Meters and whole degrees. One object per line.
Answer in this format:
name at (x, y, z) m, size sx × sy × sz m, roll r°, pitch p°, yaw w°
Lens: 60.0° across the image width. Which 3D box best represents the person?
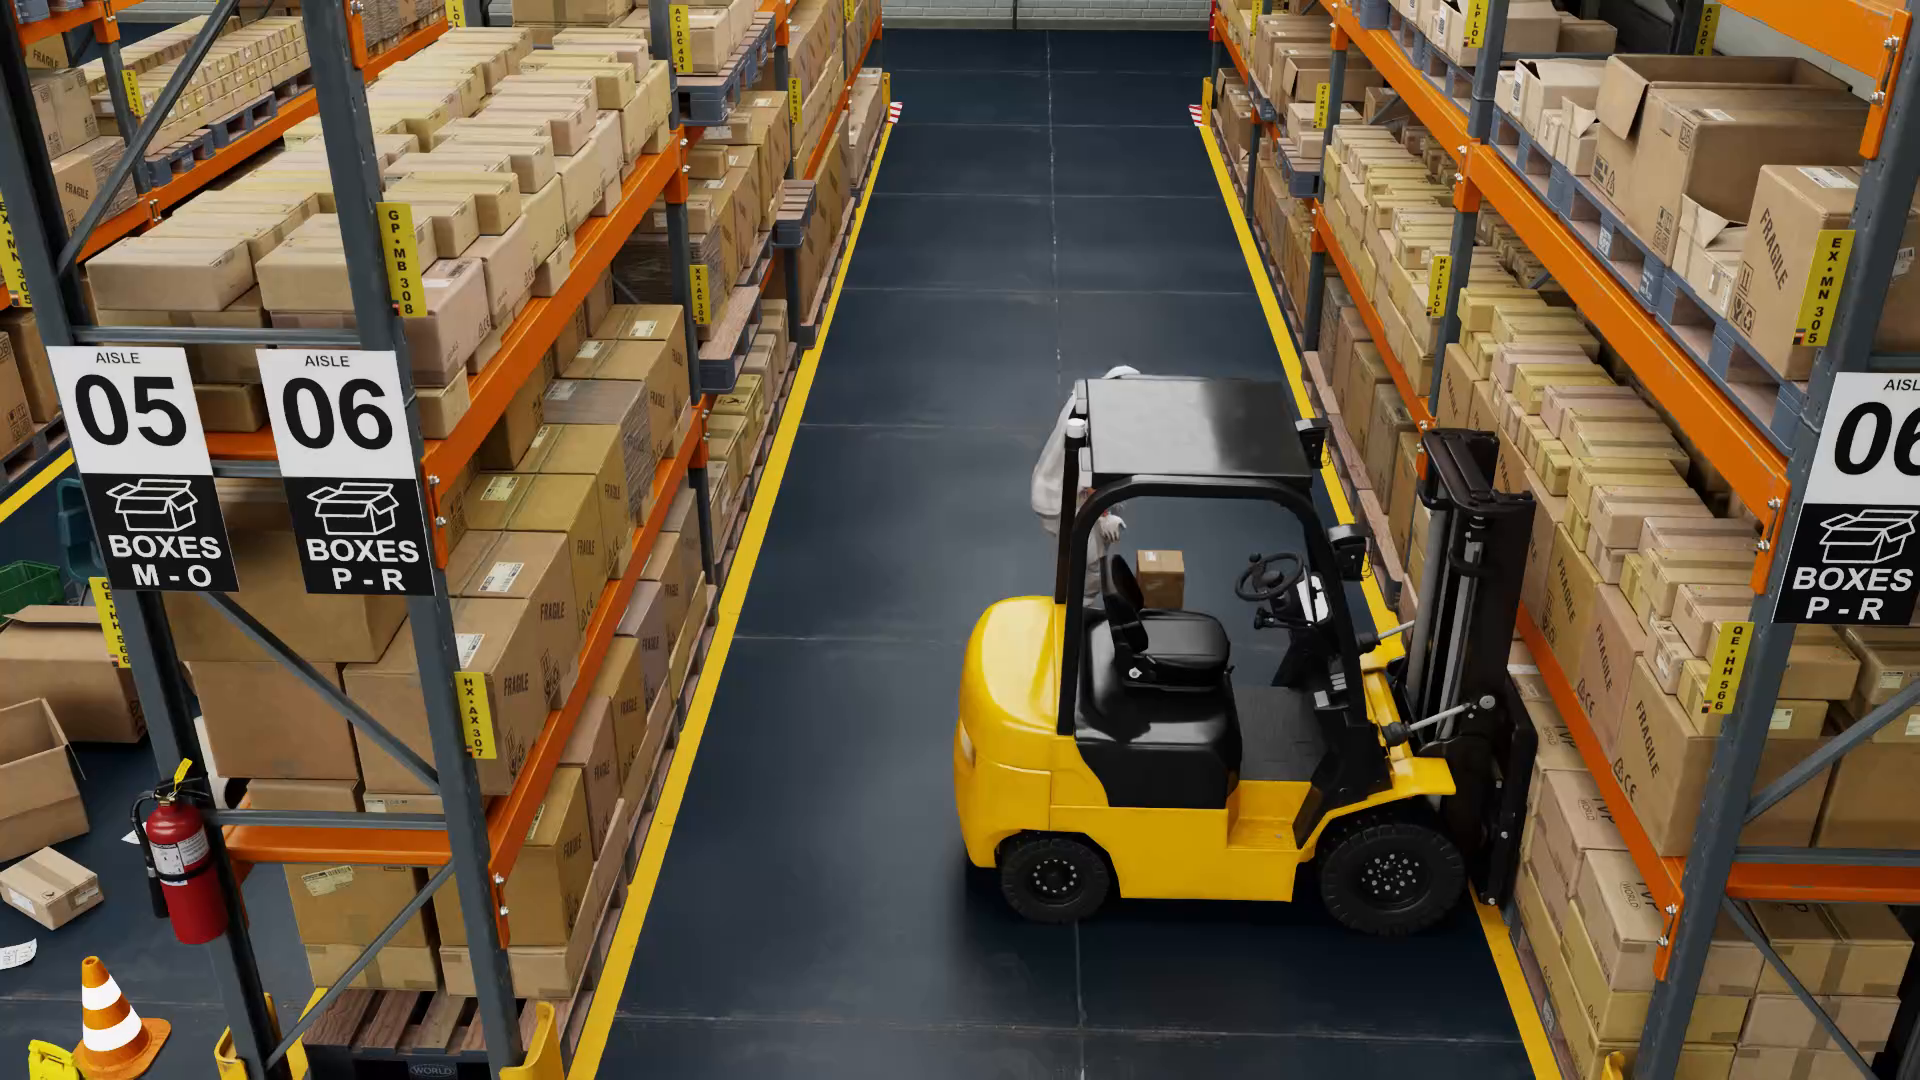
person at (0.699, -0.214, 9.203) m, size 0.625 × 1.604 × 0.572 m, roll 1°, pitch 28°, yaw 3°
